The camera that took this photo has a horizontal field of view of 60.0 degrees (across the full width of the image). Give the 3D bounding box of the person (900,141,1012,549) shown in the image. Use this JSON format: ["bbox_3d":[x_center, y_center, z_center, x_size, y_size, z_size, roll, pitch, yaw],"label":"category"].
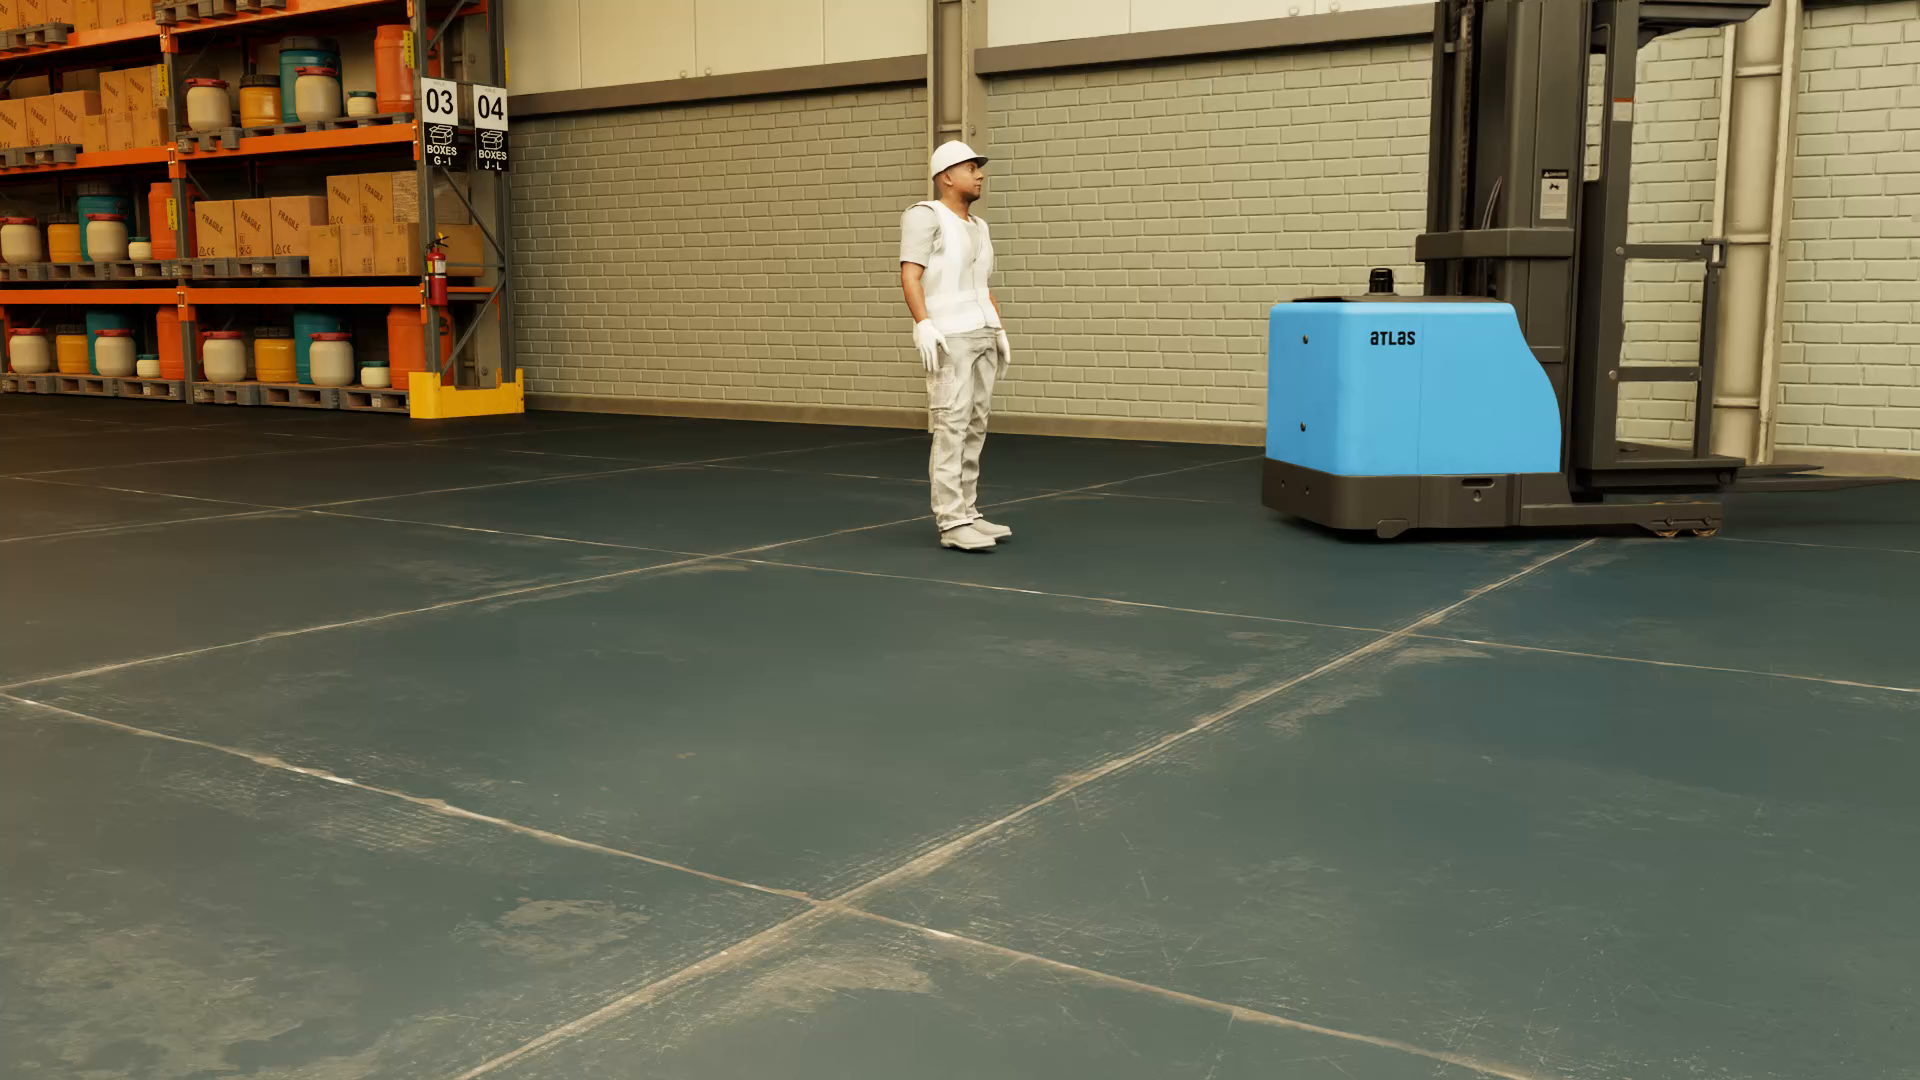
[{"bbox_3d":[0.055,-0.883,7.430,0.577,1.781,0.656,5,10,34],"label":"person"}]

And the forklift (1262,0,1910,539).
[{"bbox_3d":[3.079,-1.533,7.974,3.031,2.935,1.130,-1,8,-10],"label":"forklift"}]
